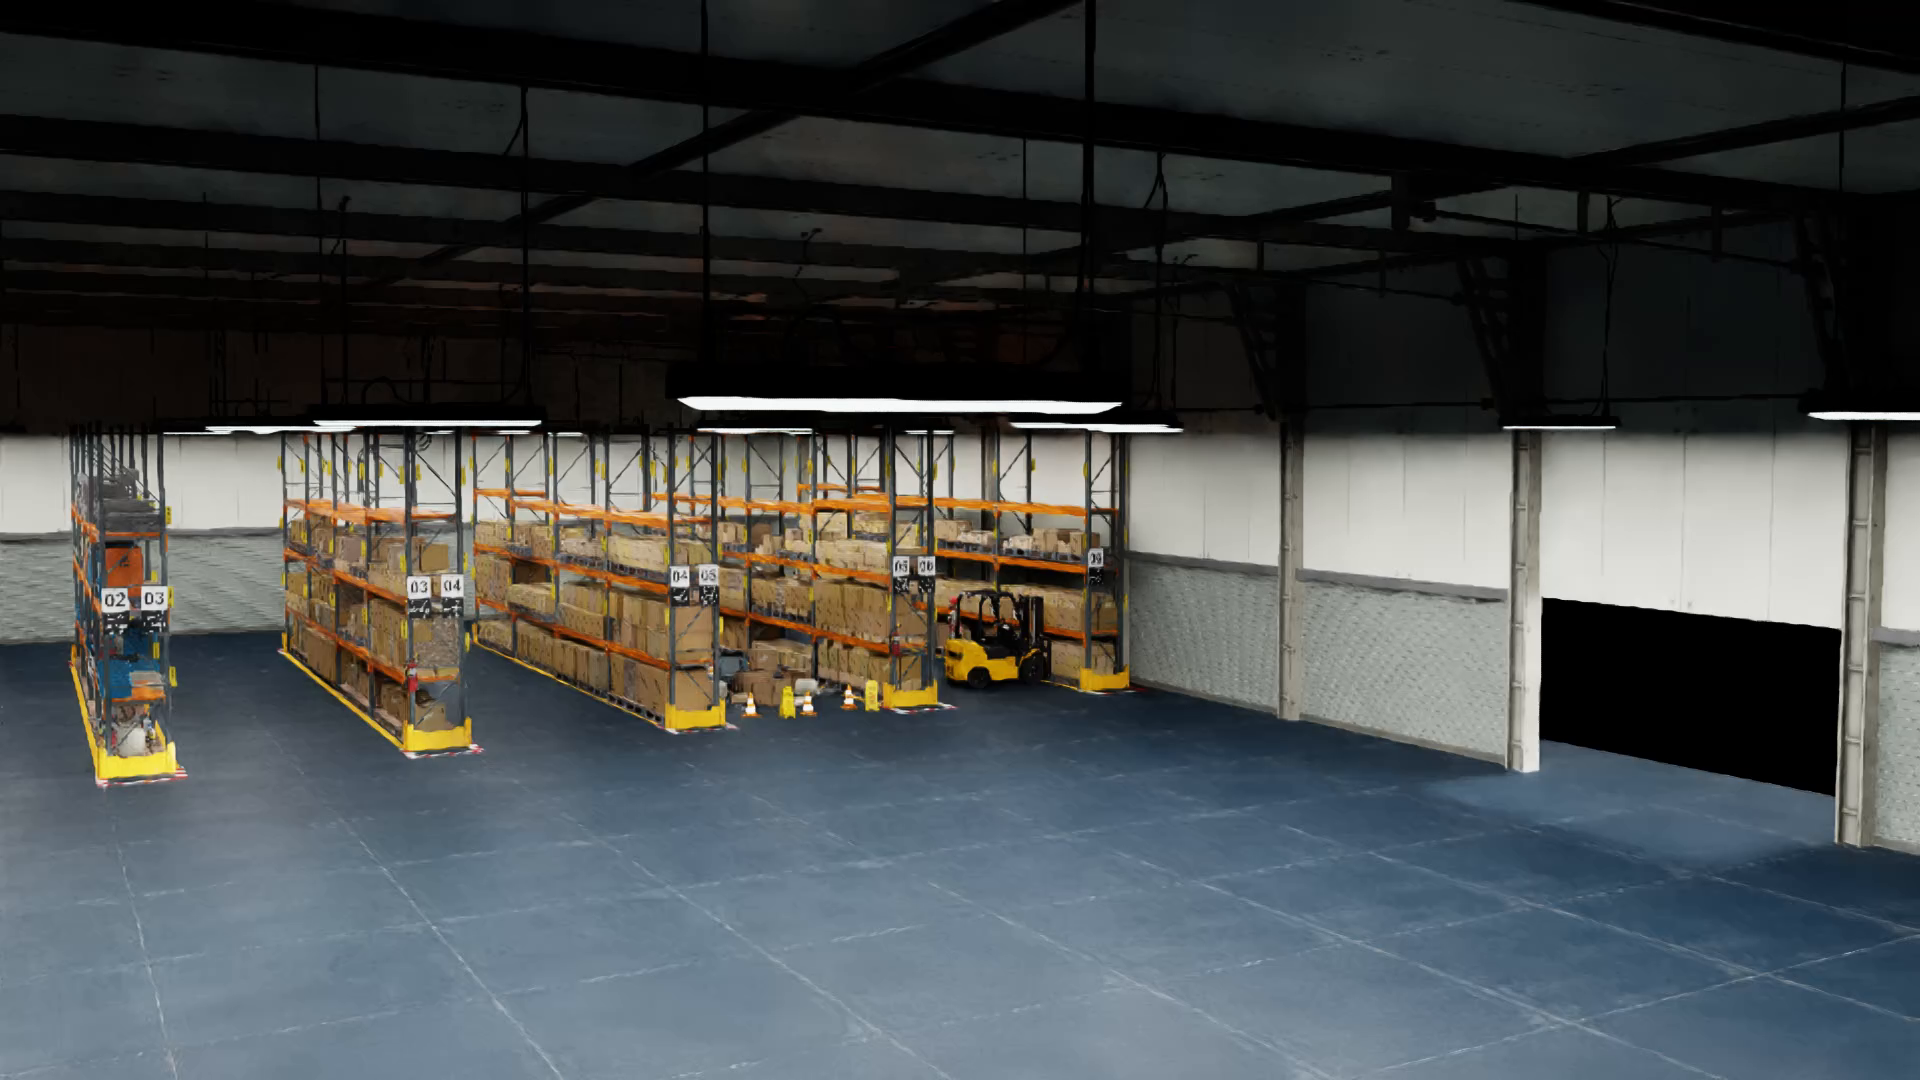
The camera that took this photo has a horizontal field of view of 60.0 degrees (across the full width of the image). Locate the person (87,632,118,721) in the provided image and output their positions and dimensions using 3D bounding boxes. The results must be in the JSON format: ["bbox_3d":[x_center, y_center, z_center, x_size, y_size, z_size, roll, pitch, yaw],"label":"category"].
[{"bbox_3d":[-16.665,2.642,32.294,0.503,1.762,0.605,-3,4,-37],"label":"person"}]

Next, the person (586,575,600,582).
[{"bbox_3d":[-11.081,1.712,50.505,0.690,1.762,0.459,2,4,27],"label":"person"}]

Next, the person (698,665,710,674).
[{"bbox_3d":[-6.175,2.439,39.539,0.556,1.659,0.598,0,4,0],"label":"person"}]

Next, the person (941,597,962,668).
[{"bbox_3d":[-0.179,2.288,40.899,0.577,1.785,0.655,0,4,-5],"label":"person"}]
